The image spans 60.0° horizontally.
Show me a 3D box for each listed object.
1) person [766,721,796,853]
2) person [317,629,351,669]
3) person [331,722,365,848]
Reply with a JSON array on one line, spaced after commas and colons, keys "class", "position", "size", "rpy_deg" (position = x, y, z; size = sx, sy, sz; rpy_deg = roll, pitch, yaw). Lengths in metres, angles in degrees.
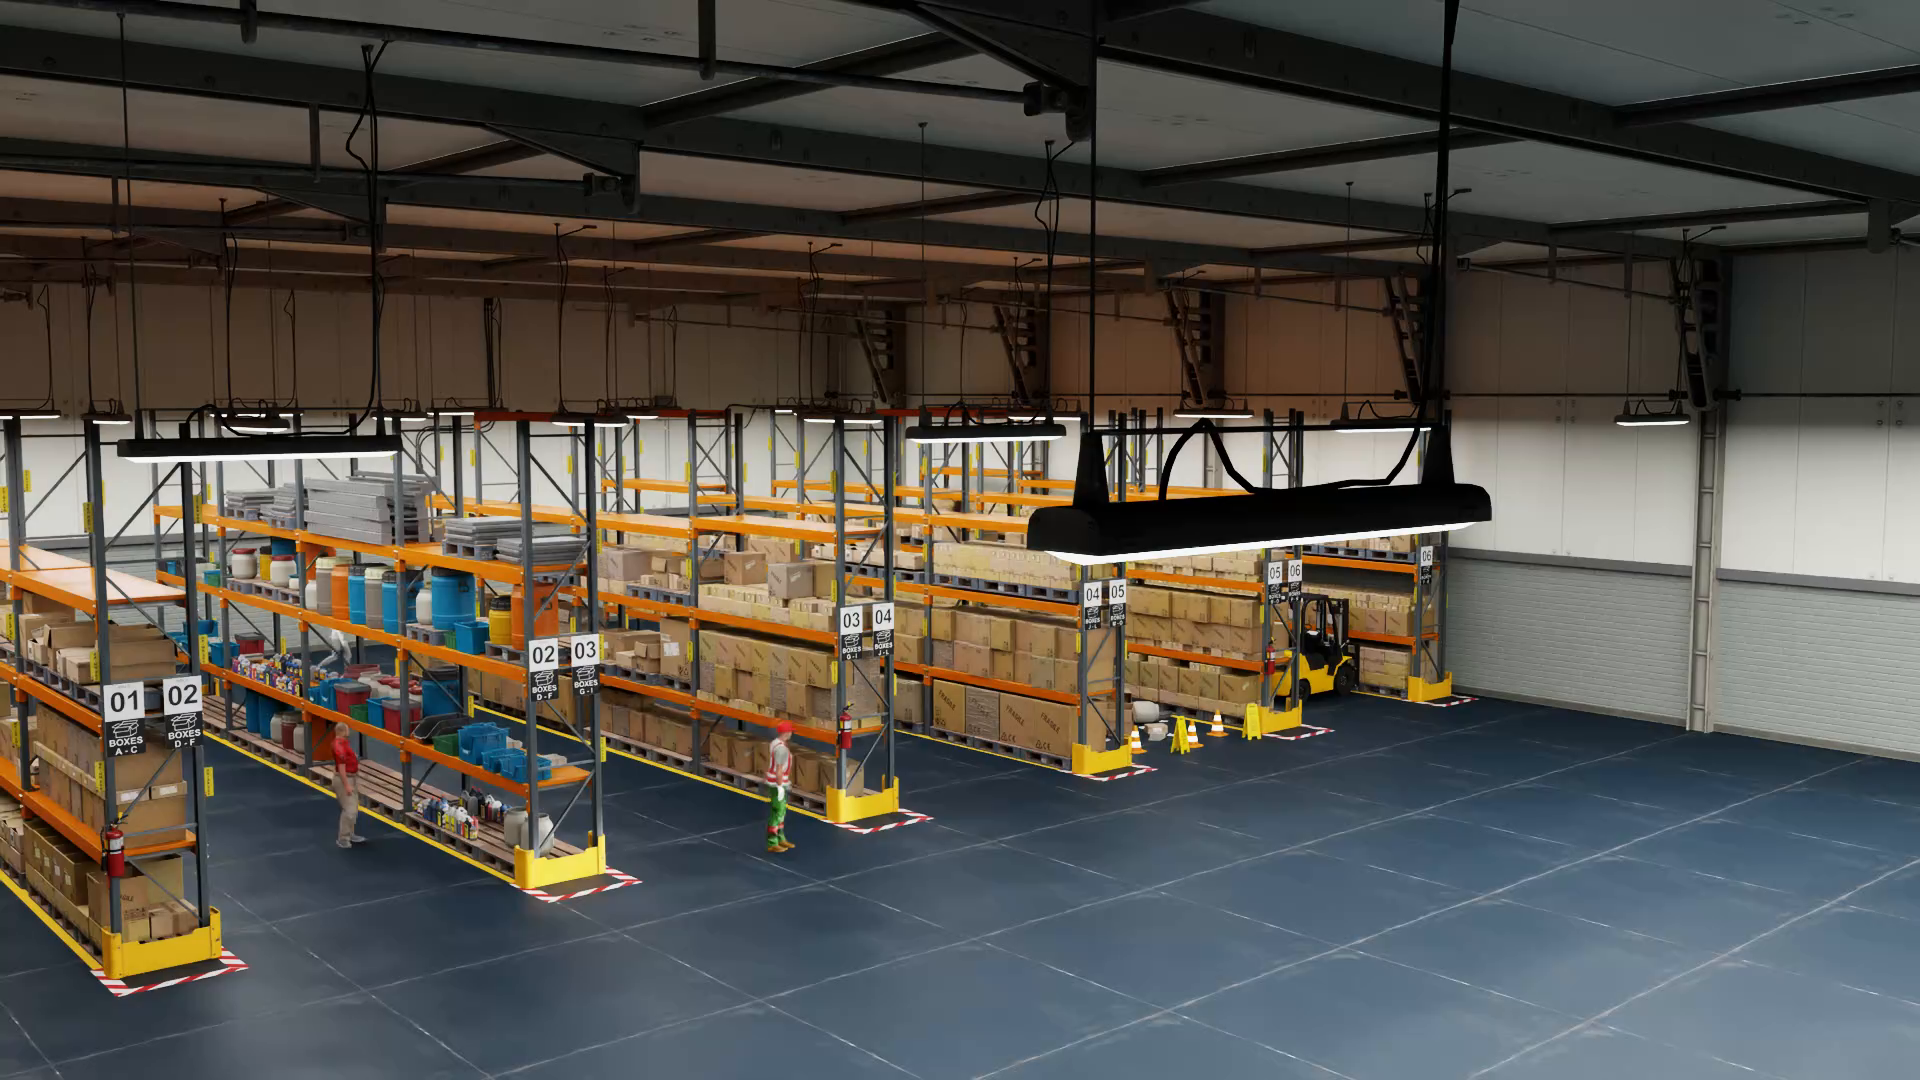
[{"class": "person", "position": [-2.489, 3.413, 23.097], "size": [0.440, 1.791, 0.597], "rpy_deg": [-1, 5, -11]}, {"class": "person", "position": [-14.050, 2.225, 37.413], "size": [0.897, 1.632, 0.520], "rpy_deg": [-2, 5, -18]}, {"class": "person", "position": [-8.651, 3.464, 23.456], "size": [0.426, 1.810, 0.611], "rpy_deg": [-1, 5, -11]}]
